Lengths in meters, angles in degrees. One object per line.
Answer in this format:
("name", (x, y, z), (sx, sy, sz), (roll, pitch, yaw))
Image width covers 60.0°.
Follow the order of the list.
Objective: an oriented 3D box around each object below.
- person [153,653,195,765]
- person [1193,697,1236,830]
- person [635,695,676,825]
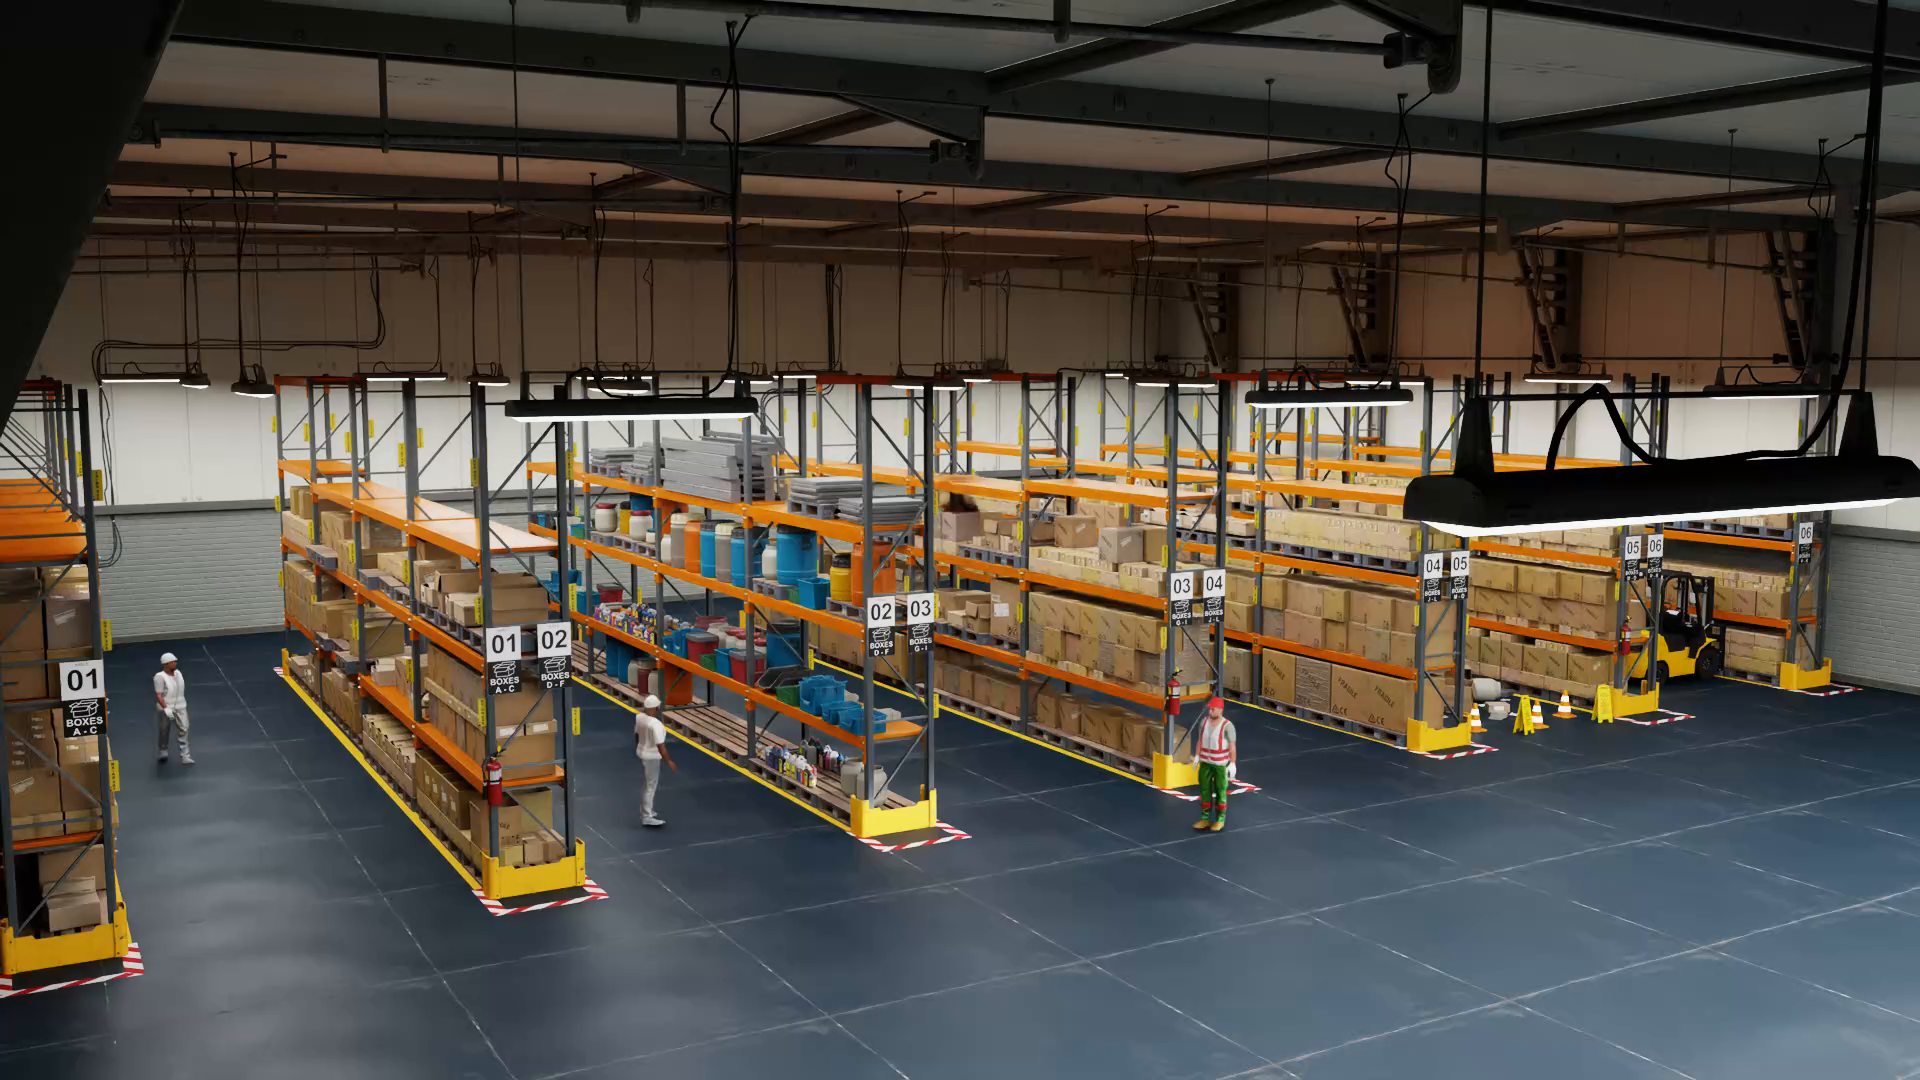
("person", (-12.302, 2.630, 25.927), (0.486, 1.732, 1.069), (-5, 8, -38))
("person", (3.401, 2.991, 22.290), (0.612, 1.792, 0.378), (4, 7, 33))
("person", (-4.195, 2.992, 22.735), (0.490, 1.791, 0.699), (-3, 7, -28))
